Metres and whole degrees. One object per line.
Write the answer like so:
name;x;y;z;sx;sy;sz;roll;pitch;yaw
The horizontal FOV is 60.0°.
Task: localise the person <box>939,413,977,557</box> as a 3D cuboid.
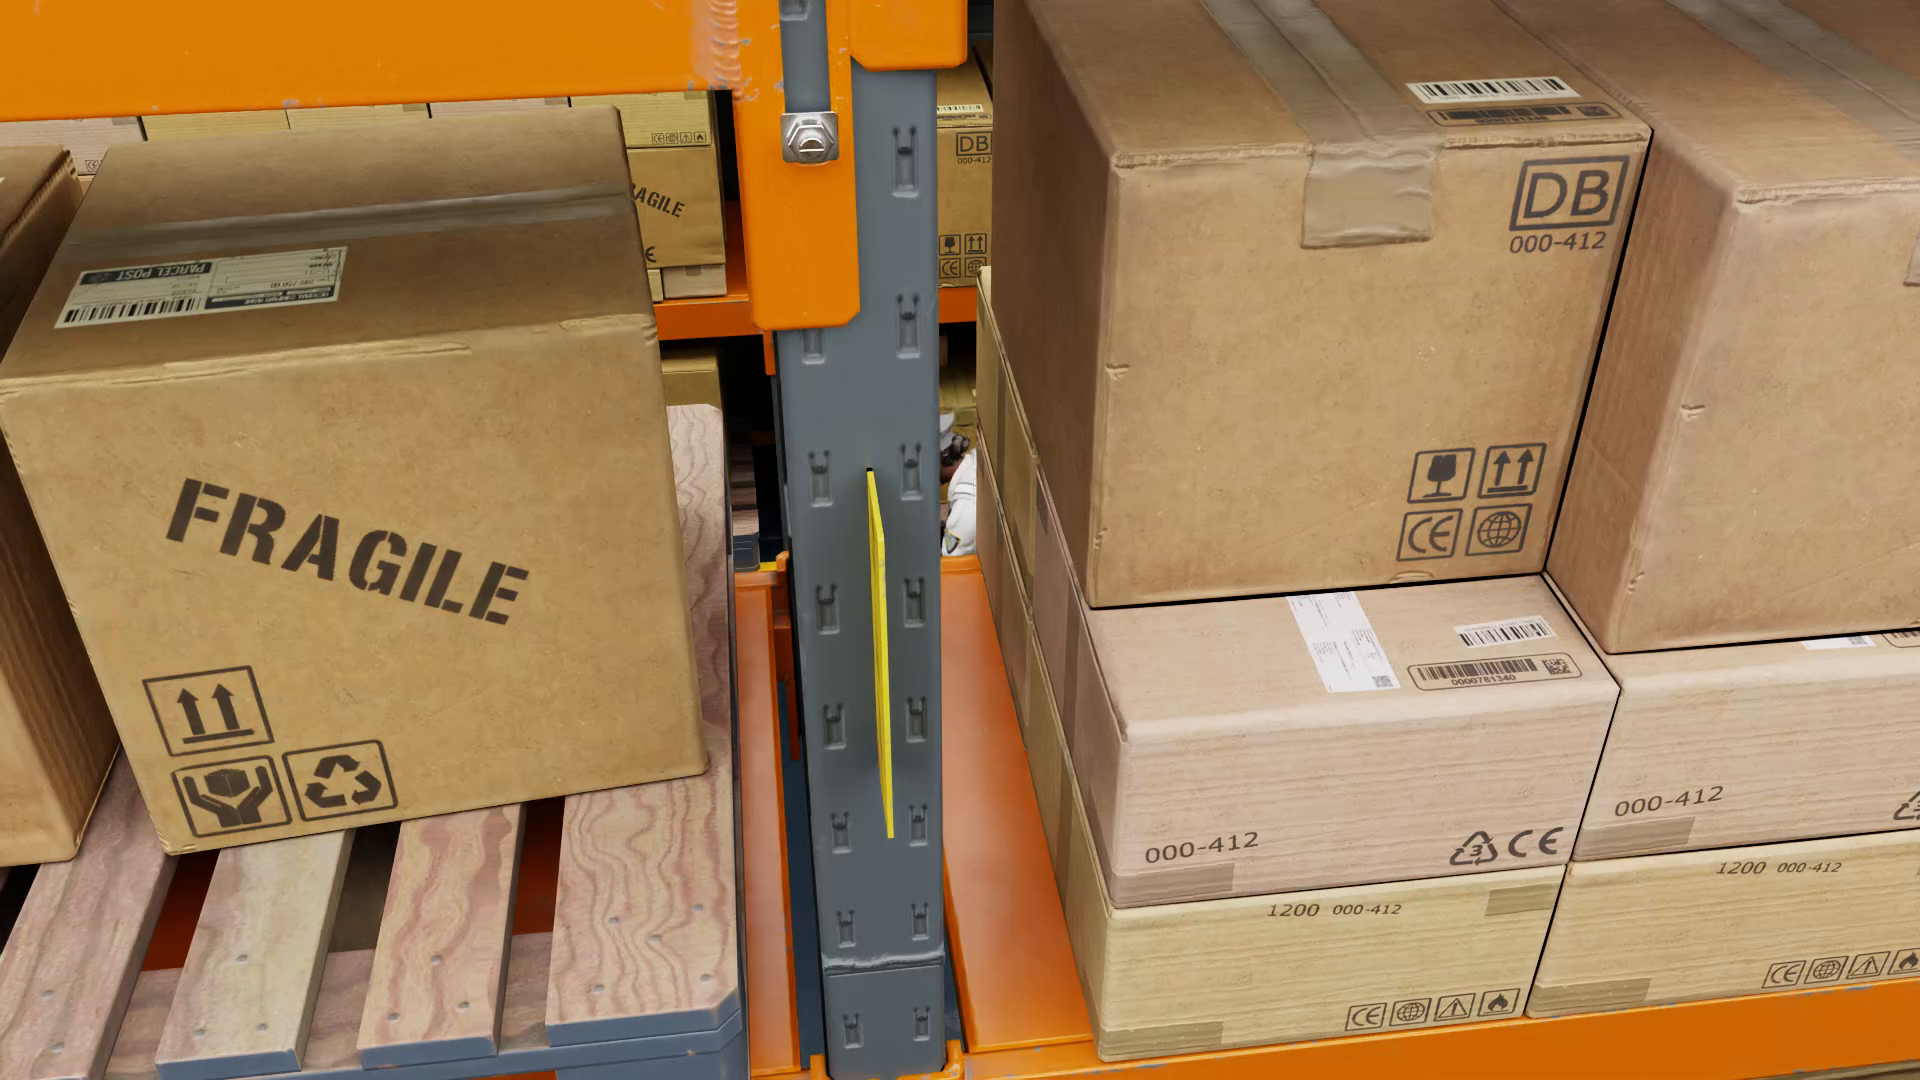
person;0.108;0.154;6.222;0.741;1.331;0.496;10;36;14
